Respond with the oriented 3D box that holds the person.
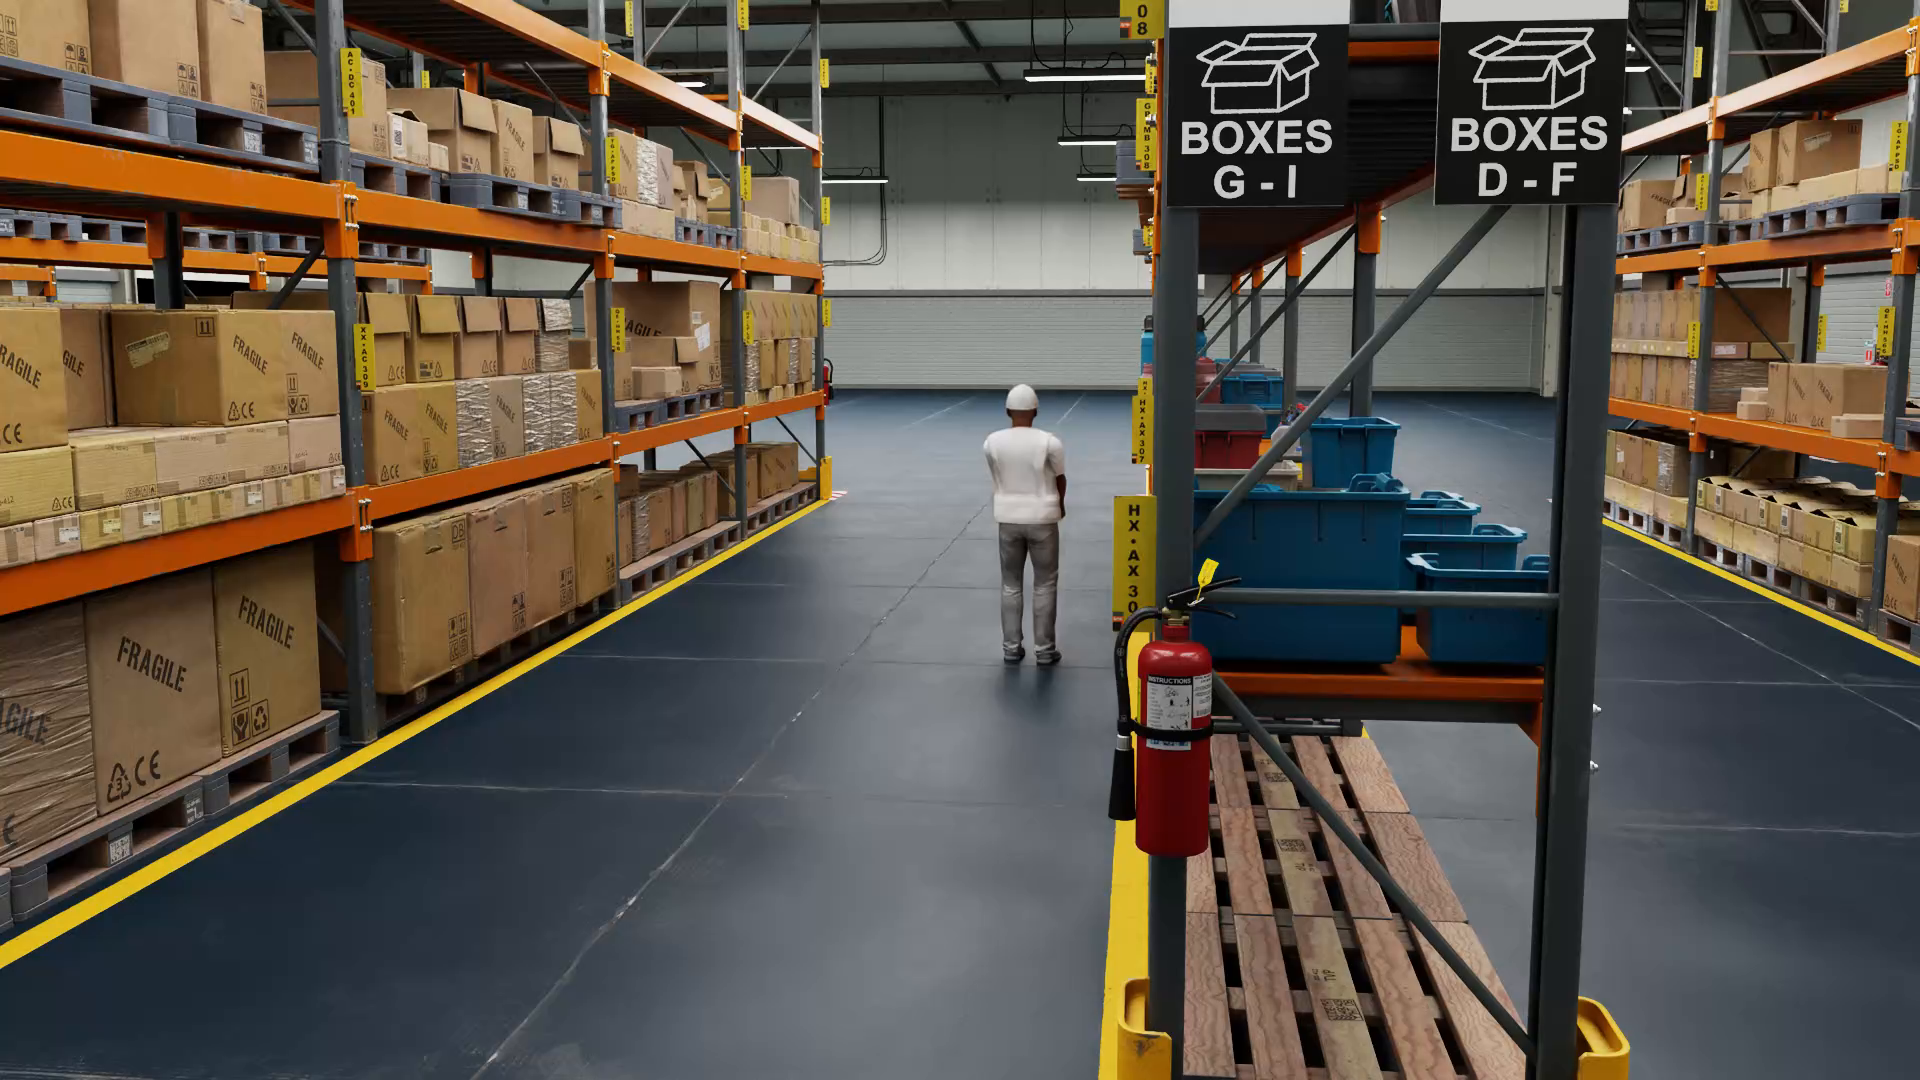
[{"bbox_3d":[0.440,-0.115,10.591,0.504,1.760,0.574,2,8,17],"label":"person"}]
